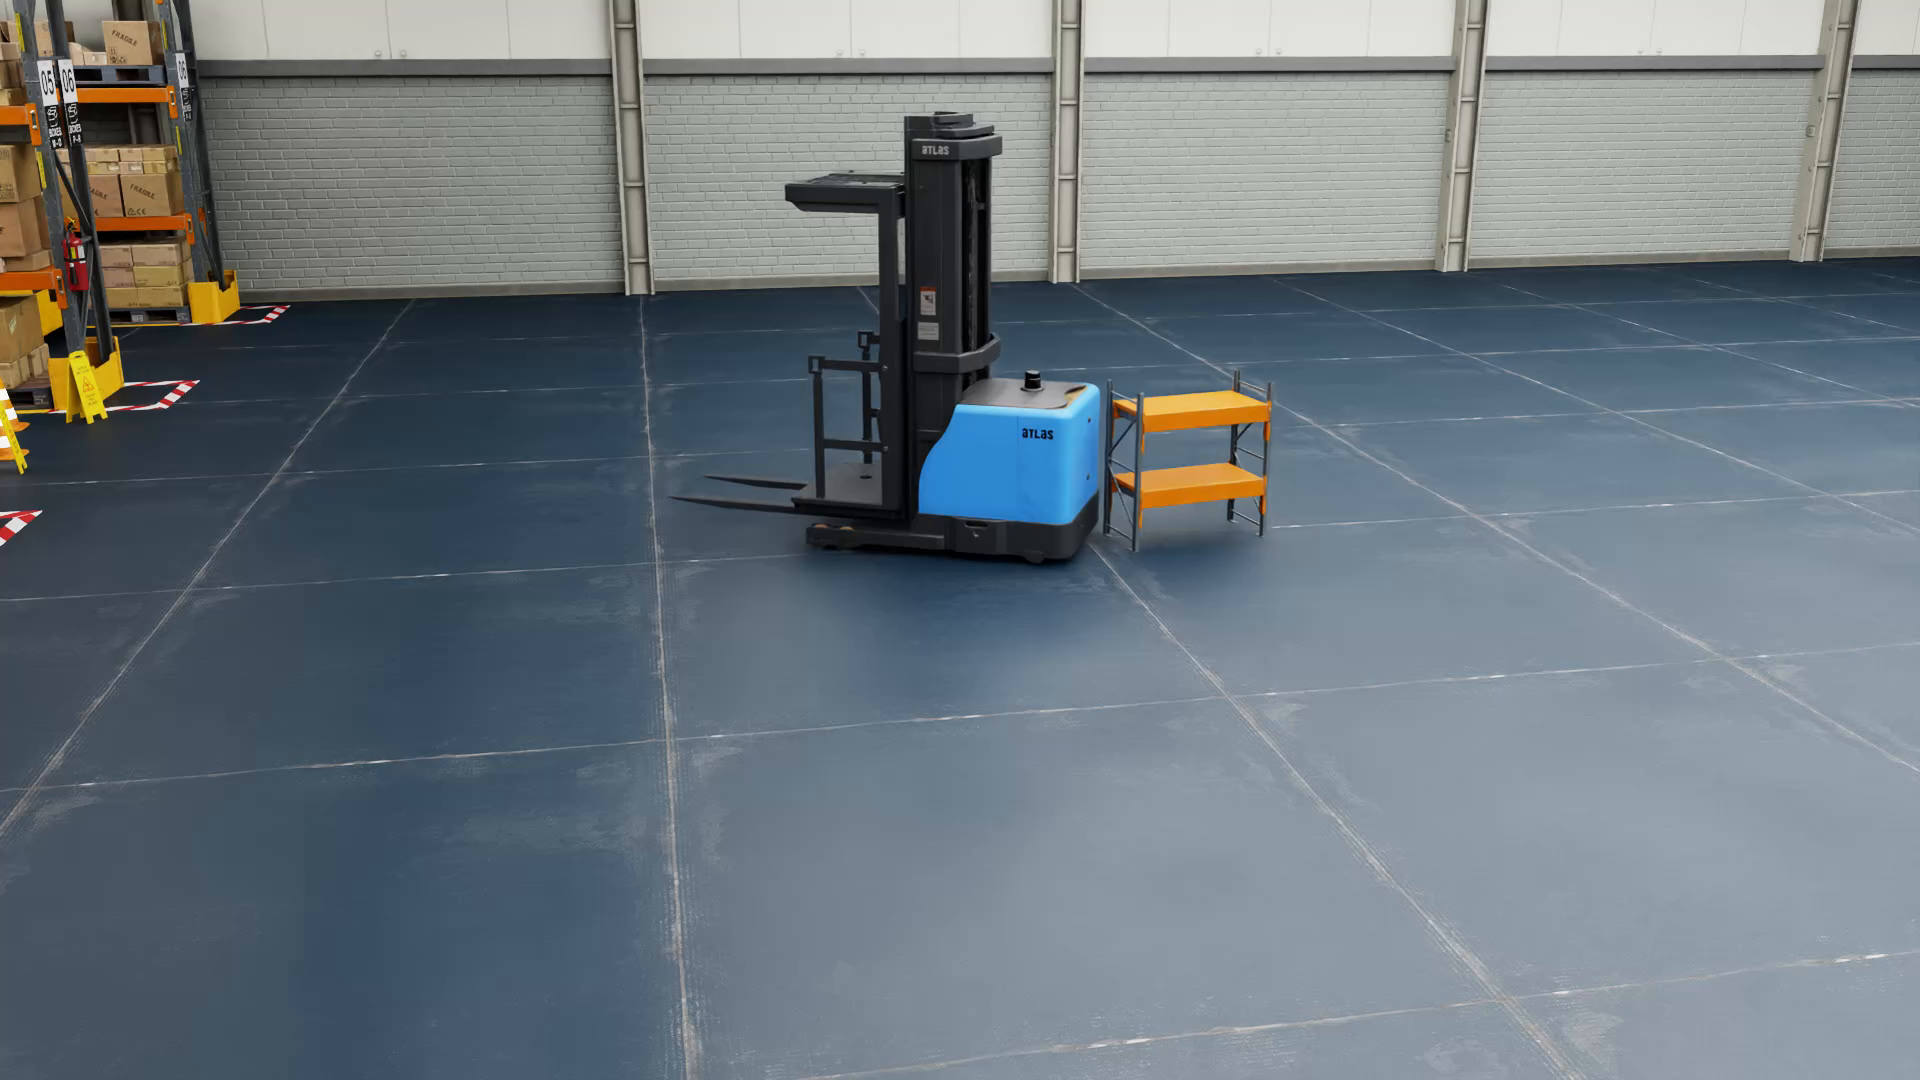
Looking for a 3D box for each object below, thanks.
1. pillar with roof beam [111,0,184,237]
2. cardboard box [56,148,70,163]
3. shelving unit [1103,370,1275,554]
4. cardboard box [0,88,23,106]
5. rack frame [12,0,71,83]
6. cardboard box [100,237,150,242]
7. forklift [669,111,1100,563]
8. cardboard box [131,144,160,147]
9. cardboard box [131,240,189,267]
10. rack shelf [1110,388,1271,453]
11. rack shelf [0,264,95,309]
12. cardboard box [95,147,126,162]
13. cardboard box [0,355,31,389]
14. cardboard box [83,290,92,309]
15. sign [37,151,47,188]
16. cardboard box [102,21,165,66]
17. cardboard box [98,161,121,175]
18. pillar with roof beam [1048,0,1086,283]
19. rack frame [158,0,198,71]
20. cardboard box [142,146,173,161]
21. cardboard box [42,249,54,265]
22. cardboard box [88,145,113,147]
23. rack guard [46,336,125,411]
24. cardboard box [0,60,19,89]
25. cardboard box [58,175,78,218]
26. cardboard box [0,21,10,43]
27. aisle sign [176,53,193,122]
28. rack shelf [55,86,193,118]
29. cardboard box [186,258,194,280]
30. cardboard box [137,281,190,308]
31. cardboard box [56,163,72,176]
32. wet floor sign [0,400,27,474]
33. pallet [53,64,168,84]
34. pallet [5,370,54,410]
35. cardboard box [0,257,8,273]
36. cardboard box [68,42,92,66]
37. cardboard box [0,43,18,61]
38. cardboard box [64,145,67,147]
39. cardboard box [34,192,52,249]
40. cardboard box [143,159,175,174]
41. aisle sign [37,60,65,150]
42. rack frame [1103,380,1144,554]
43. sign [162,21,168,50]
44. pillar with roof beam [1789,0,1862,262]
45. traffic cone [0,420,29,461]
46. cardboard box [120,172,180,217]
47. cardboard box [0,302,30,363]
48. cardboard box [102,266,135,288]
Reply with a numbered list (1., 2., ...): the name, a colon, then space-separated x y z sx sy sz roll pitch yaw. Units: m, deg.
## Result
1. pillar with roof beam: -9.472 -6.121 16.413 0.400 9.000 9.100 -3 17 -10
2. cardboard box: -10.727 -4.608 19.925 0.250 0.149 0.380 -3 17 -9
3. shelving unit: 1.606 -0.566 11.739 1.048 1.125 0.538 -7 18 -20
4. cardboard box: -8.786 -4.056 15.226 0.250 0.149 0.380 -3 17 -10
5. rack frame: -8.489 -5.710 15.076 0.127 3.000 1.000 -3 17 -10
6. cardboard box: -10.432 -3.636 20.807 0.500 0.250 0.500 -3 17 -10
7. forklift: -0.573 -1.470 11.607 3.031 2.935 1.130 5 18 16
8. cardboard box: -10.077 -4.819 20.612 0.250 0.149 0.380 -3 17 -9
9. cardboard box: -9.827 -3.522 20.434 0.500 0.250 0.500 -3 17 -9
10. rack shelf: 1.606 -0.846 11.653 1.000 0.278 0.538 -7 18 -20
11. rack shelf: -10.453 -2.387 15.700 4.000 0.370 1.077 -3 17 -10
12. cardboard box: -10.234 -4.647 20.052 0.250 0.149 0.380 -3 17 -9
13. cardboard box: -9.255 -1.605 15.896 0.500 0.250 0.500 -3 17 -11
14. cardboard box: -10.819 -2.992 20.412 0.500 0.250 0.500 -3 17 -10
15. sign: -8.403 -3.386 15.216 0.005 0.325 0.100 -3 17 -10
16. cardboard box: -9.823 -5.908 19.775 0.500 0.500 0.500 -3 17 -9
17. cardboard box: -10.233 -4.511 20.116 0.250 0.149 0.380 -3 17 -9
18. pillar with roof beam: 2.310 -6.789 18.590 0.400 9.000 9.100 -3 17 -10
19. rack frame: -9.434 -7.141 19.734 0.127 3.000 1.000 -3 17 -10
20. cardboard box: -9.746 -4.692 20.199 0.250 0.149 0.380 -3 17 -10
21. cardboard box: -8.862 -2.763 16.127 0.250 0.149 0.380 -3 17 -10
22. cardboard box: -10.570 -4.783 20.493 0.250 0.149 0.380 -3 17 -10
23. rack guard: -8.564 -1.643 16.310 0.348 0.500 1.175 -3 17 -10
24. cardboard box: -8.940 -4.241 15.149 0.500 0.250 0.500 -3 17 -11
25. cardboard box: -10.882 -4.163 20.086 0.500 0.500 0.500 -4 17 -11
26. cardboard box: -11.429 -5.860 19.612 0.637 0.503 0.797 -3 17 -9
27. aisle sign: -9.314 -5.435 19.970 0.004 0.787 0.394 -3 17 -10
28. rack shelf: -11.398 -5.252 19.918 4.000 0.370 1.077 -3 17 -10
29. cardboard box: -9.935 -3.432 20.993 0.500 0.250 0.500 -3 17 -9
30. cardboard box: -9.836 -3.042 20.575 0.500 0.250 0.500 -3 17 -10
31. cardboard box: -10.732 -4.472 19.989 0.250 0.149 0.380 -4 17 -12
32. wet floor sign: -7.798 -0.868 13.539 0.232 0.644 0.267 -6 18 -20
33. pallet: -10.133 -5.633 20.084 1.213 0.211 1.003 -3 17 -10
34. pallet: -9.368 -1.470 16.239 1.213 0.211 1.003 -3 17 -10
35. cardboard box: -9.043 -2.594 15.575 0.250 0.149 0.380 -3 17 -11
36. cardboard box: -10.439 -5.743 19.637 0.258 0.266 0.396 -3 17 -10
37. cardboard box: -8.765 -4.433 15.098 0.250 0.149 0.380 -3 17 -10
38. cardboard box: -11.101 -4.775 20.467 0.250 0.149 0.380 -4 17 -12
39. cardboard box: -9.007 -3.086 16.073 0.500 0.500 0.500 -4 17 -11
40. cardboard box: -9.721 -4.531 20.179 0.250 0.149 0.380 -3 17 -10
41. aisle sign: -8.373 -4.005 15.314 0.004 0.787 0.394 -3 17 -10
42. rack frame: 1.132 -0.512 11.562 0.032 1.125 0.500 -7 18 -20
43. sign: -9.345 -5.935 19.545 0.005 0.325 0.100 -3 17 -10
44. pillar with roof beam: 14.092 -7.458 20.766 0.400 9.000 9.100 -3 17 -10
45. traffic cone: -8.122 -0.933 14.061 0.334 0.463 0.336 -3 17 -10
46. cardboard box: -9.868 -4.218 20.265 0.500 0.500 0.500 -4 17 -12
47. cardboard box: -9.226 -1.967 15.799 0.500 0.500 0.500 -3 17 -10
48. cardboard box: -10.347 -3.256 20.421 0.500 0.250 0.500 -3 17 -11
